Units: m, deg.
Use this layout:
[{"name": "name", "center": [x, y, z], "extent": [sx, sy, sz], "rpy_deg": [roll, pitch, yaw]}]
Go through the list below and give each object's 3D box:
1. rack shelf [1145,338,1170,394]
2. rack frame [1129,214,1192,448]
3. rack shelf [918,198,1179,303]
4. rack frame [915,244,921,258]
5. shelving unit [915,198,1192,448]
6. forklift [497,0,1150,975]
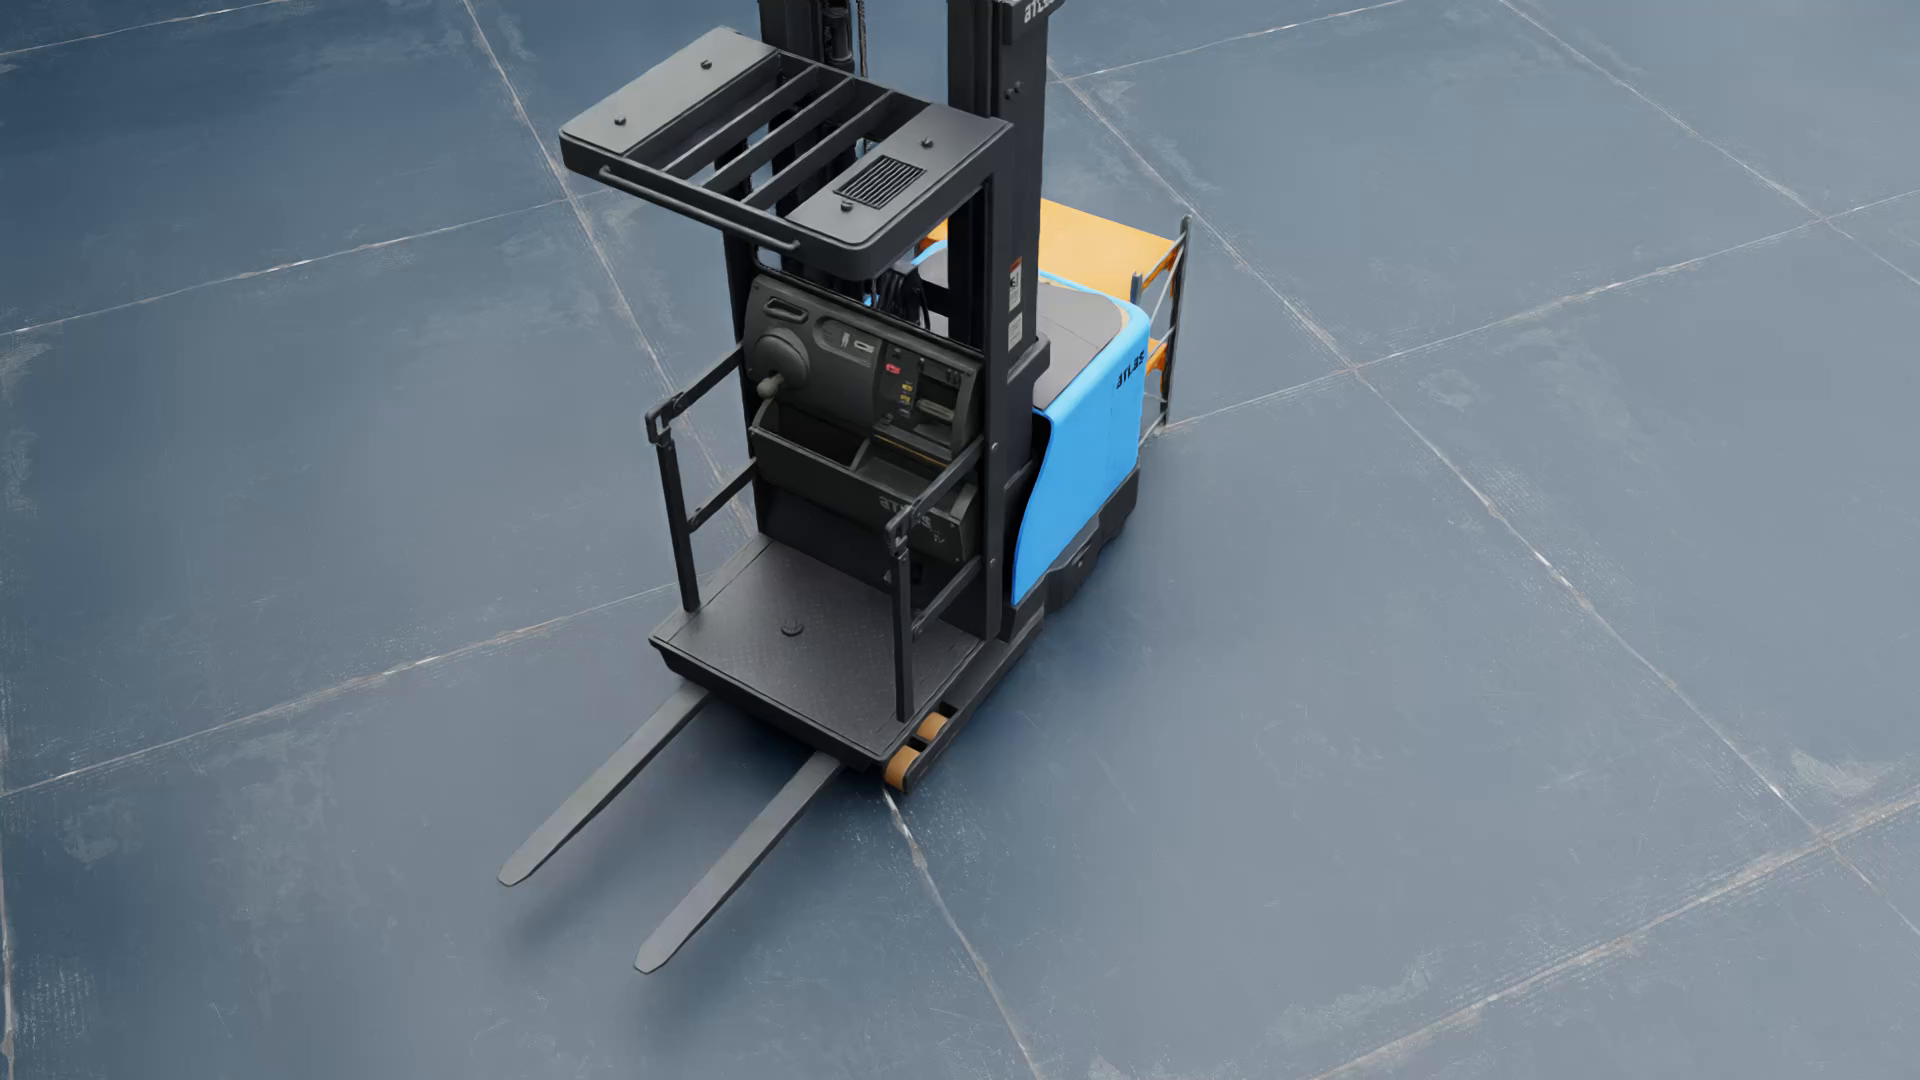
[{"name": "rack shelf", "center": [0.384, -0.804, 7.480], "extent": [1.000, 0.278, 0.538], "rpy_deg": [23, 49, 21]}, {"name": "rack frame", "center": [0.820, -0.794, 7.123], "extent": [0.032, 1.125, 0.500], "rpy_deg": [23, 49, 21]}, {"name": "rack shelf", "center": [0.384, -1.186, 7.103], "extent": [1.000, 0.278, 0.538], "rpy_deg": [23, 49, 21]}, {"name": "rack frame", "center": [-0.052, -1.161, 7.494], "extent": [0.032, 1.125, 0.500], "rpy_deg": [23, 49, 21]}, {"name": "shelving unit", "center": [0.384, -0.978, 7.309], "extent": [1.048, 1.125, 0.538], "rpy_deg": [23, 49, 21]}, {"name": "forklift", "center": [-0.465, -0.497, 5.536], "extent": [1.130, 2.935, 3.031], "rpy_deg": [25, 50, 23]}]
